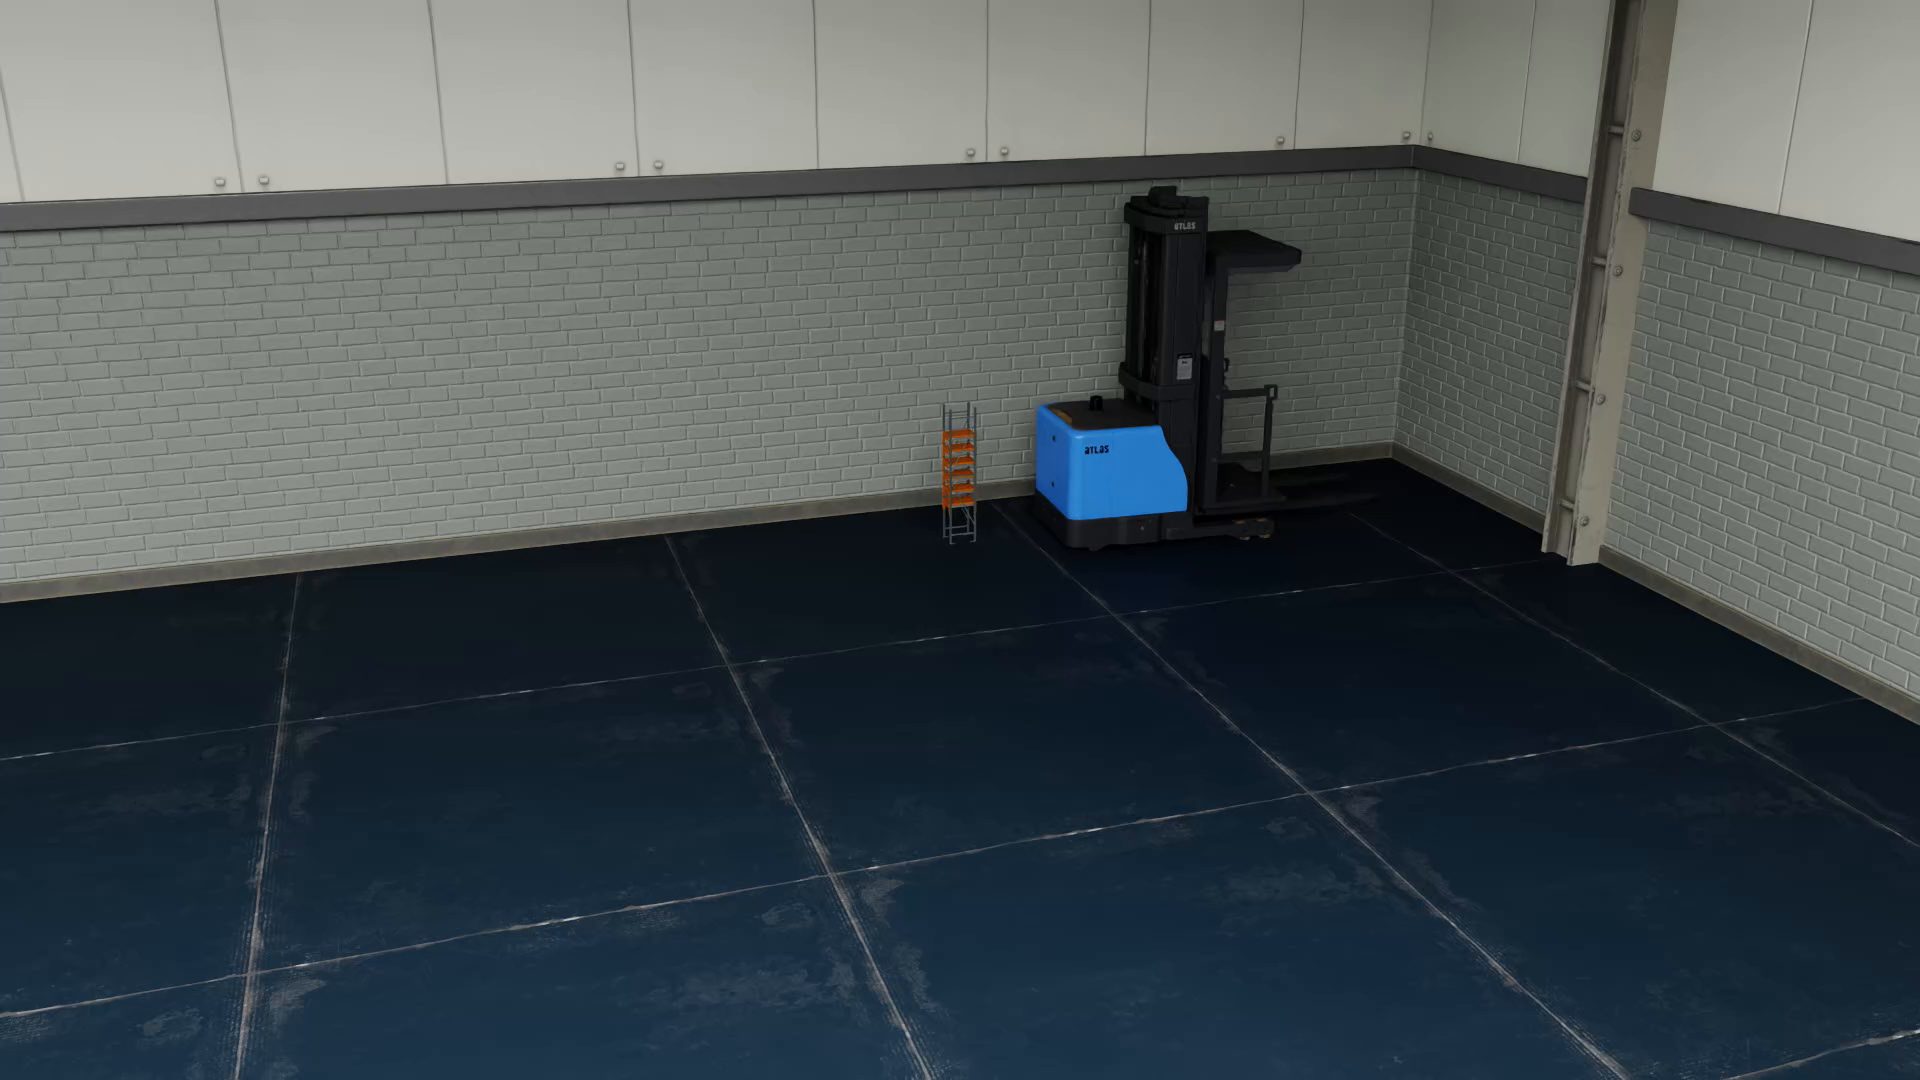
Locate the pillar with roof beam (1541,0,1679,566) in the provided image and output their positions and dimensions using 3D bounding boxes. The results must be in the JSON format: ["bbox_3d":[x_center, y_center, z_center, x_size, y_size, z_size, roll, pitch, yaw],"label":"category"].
[{"bbox_3d":[1.069,-3.643,11.246,9.100,9.000,0.400,-6,21,-17],"label":"pillar with roof beam"}]

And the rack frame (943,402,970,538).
[{"bbox_3d":[-0.033,-0.599,14.308,0.240,1.200,0.006,-6,21,-17],"label":"rack frame"}]

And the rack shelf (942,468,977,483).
[{"bbox_3d":[-0.005,-0.528,14.242,0.258,0.103,0.180,-6,21,-17],"label":"rack shelf"}]

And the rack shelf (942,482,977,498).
[{"bbox_3d":[-0.005,-0.415,14.282,0.258,0.103,0.180,-6,21,-17],"label":"rack shelf"}]

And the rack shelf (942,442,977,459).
[{"bbox_3d":[-0.005,-0.753,14.160,0.258,0.103,0.180,-6,21,-17],"label":"rack shelf"}]

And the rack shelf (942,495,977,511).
[{"bbox_3d":[-0.005,-0.302,14.323,0.258,0.103,0.180,-6,21,-17],"label":"rack shelf"}]

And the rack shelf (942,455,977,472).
[{"bbox_3d":[-0.005,-0.640,14.201,0.258,0.103,0.180,-6,21,-17],"label":"rack shelf"}]

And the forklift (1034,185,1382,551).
[{"bbox_3d":[2.236,-1.544,14.380,3.031,2.935,1.130,-5,20,-15],"label":"forklift"}]

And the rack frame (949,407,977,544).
[{"bbox_3d":[0.024,-0.540,14.145,0.240,1.200,0.006,-6,21,-17],"label":"rack frame"}]

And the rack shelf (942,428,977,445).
[{"bbox_3d":[-0.005,-0.866,14.120,0.258,0.103,0.180,-6,21,-17],"label":"rack shelf"}]

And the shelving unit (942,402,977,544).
[{"bbox_3d":[-0.005,-0.569,14.227,0.258,1.200,0.189,-6,21,-17],"label":"shelving unit"}]
